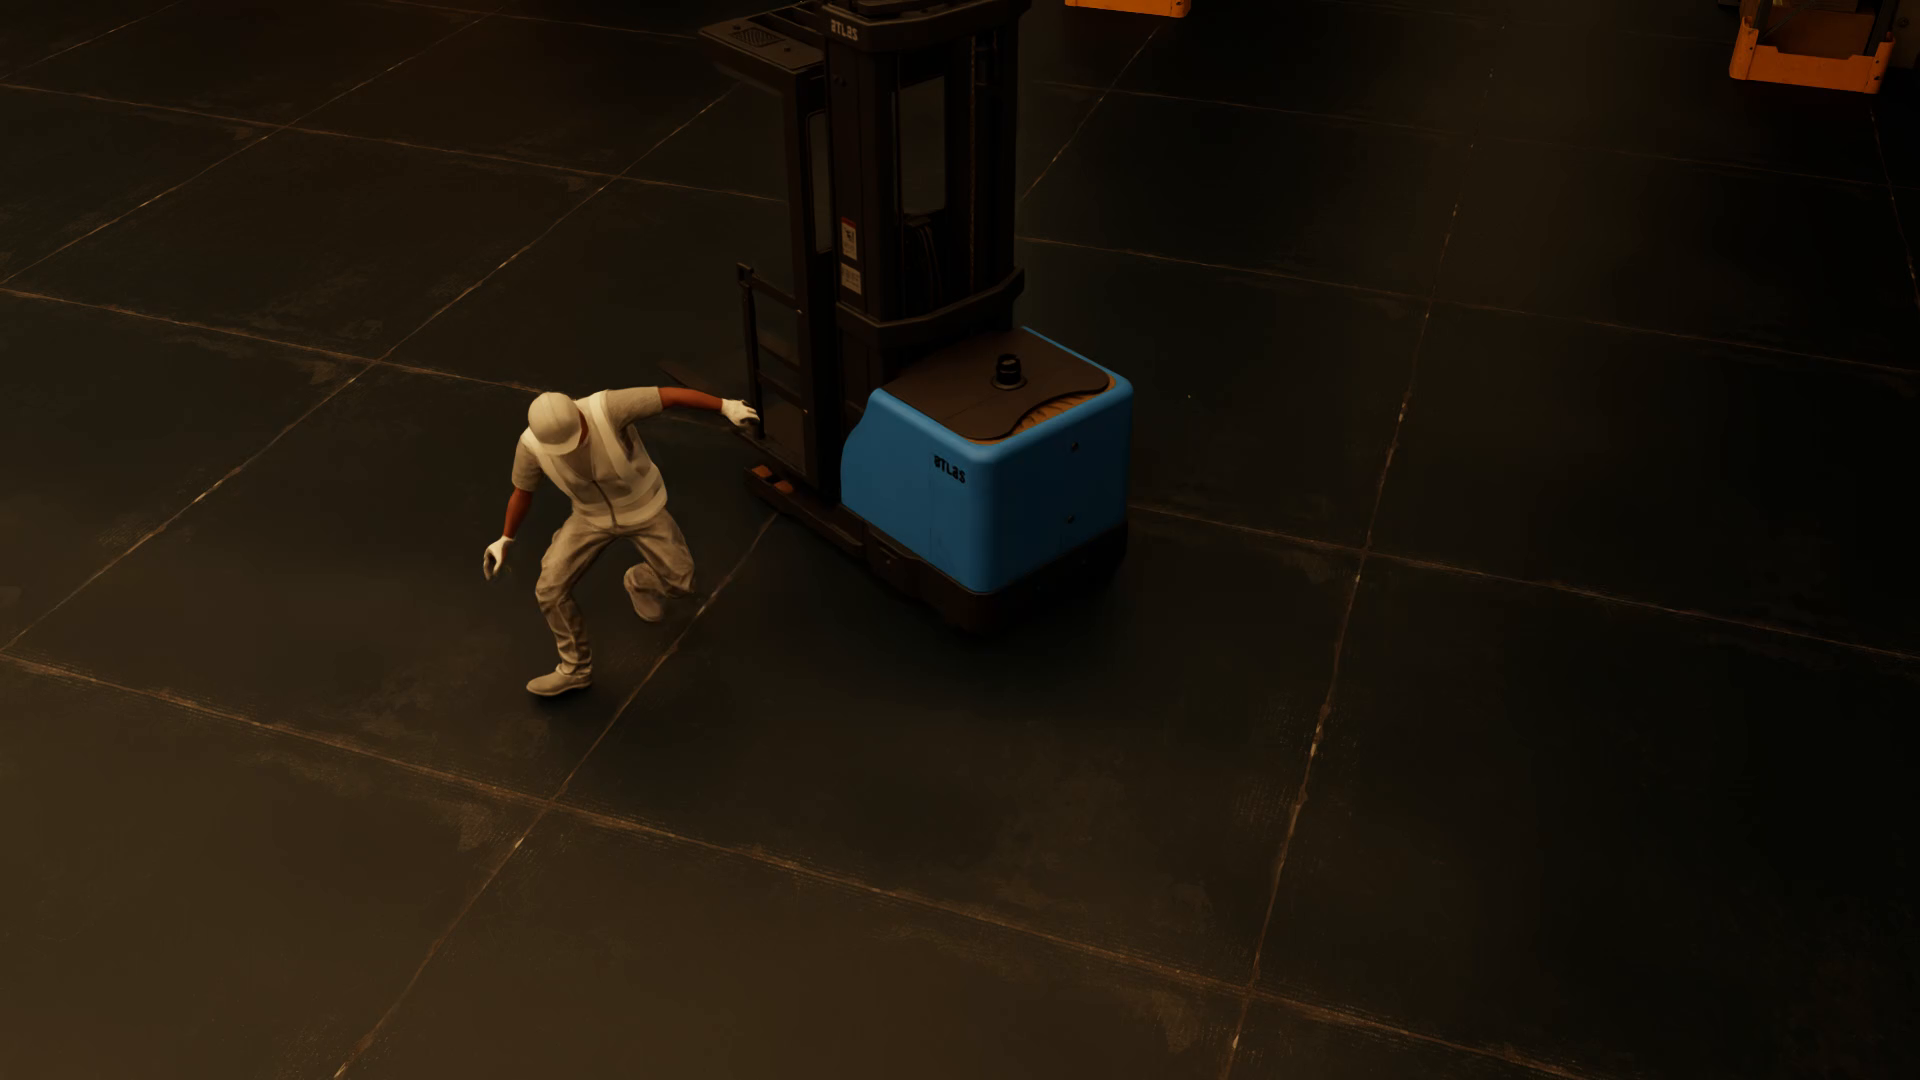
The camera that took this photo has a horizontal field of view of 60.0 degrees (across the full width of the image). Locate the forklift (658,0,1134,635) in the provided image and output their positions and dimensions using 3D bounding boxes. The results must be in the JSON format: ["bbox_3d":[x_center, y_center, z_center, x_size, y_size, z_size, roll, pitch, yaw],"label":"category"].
[{"bbox_3d":[-0.515,-1.519,8.253,1.130,2.935,3.031,-27,43,-33],"label":"forklift"}]

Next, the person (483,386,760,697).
[{"bbox_3d":[-1.503,-0.092,7.457,1.241,1.542,0.714,-1,35,-2],"label":"person"}]
